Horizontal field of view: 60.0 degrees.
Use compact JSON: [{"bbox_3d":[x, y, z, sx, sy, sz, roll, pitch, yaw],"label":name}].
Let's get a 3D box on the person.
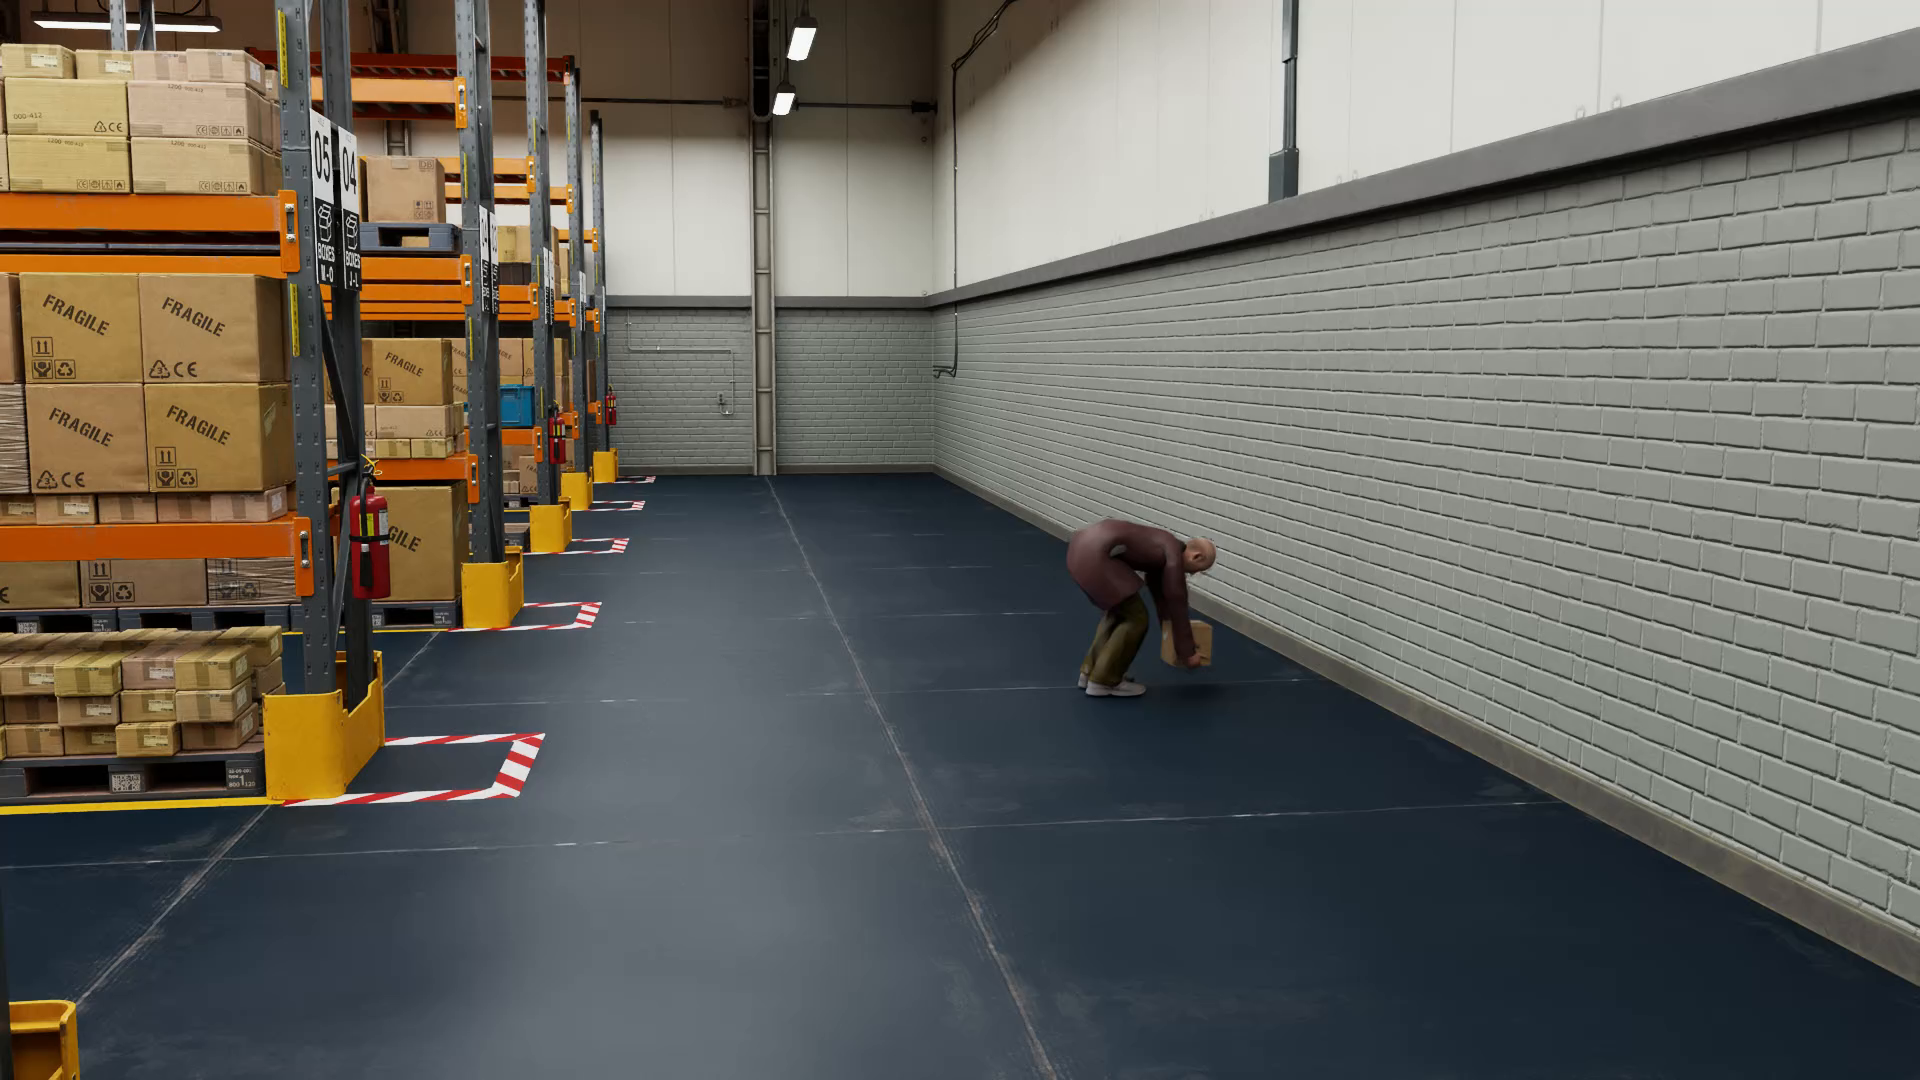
[{"bbox_3d":[1.127,0.403,10.310,0.949,1.078,0.581,-1,6,-11],"label":"person"}]
